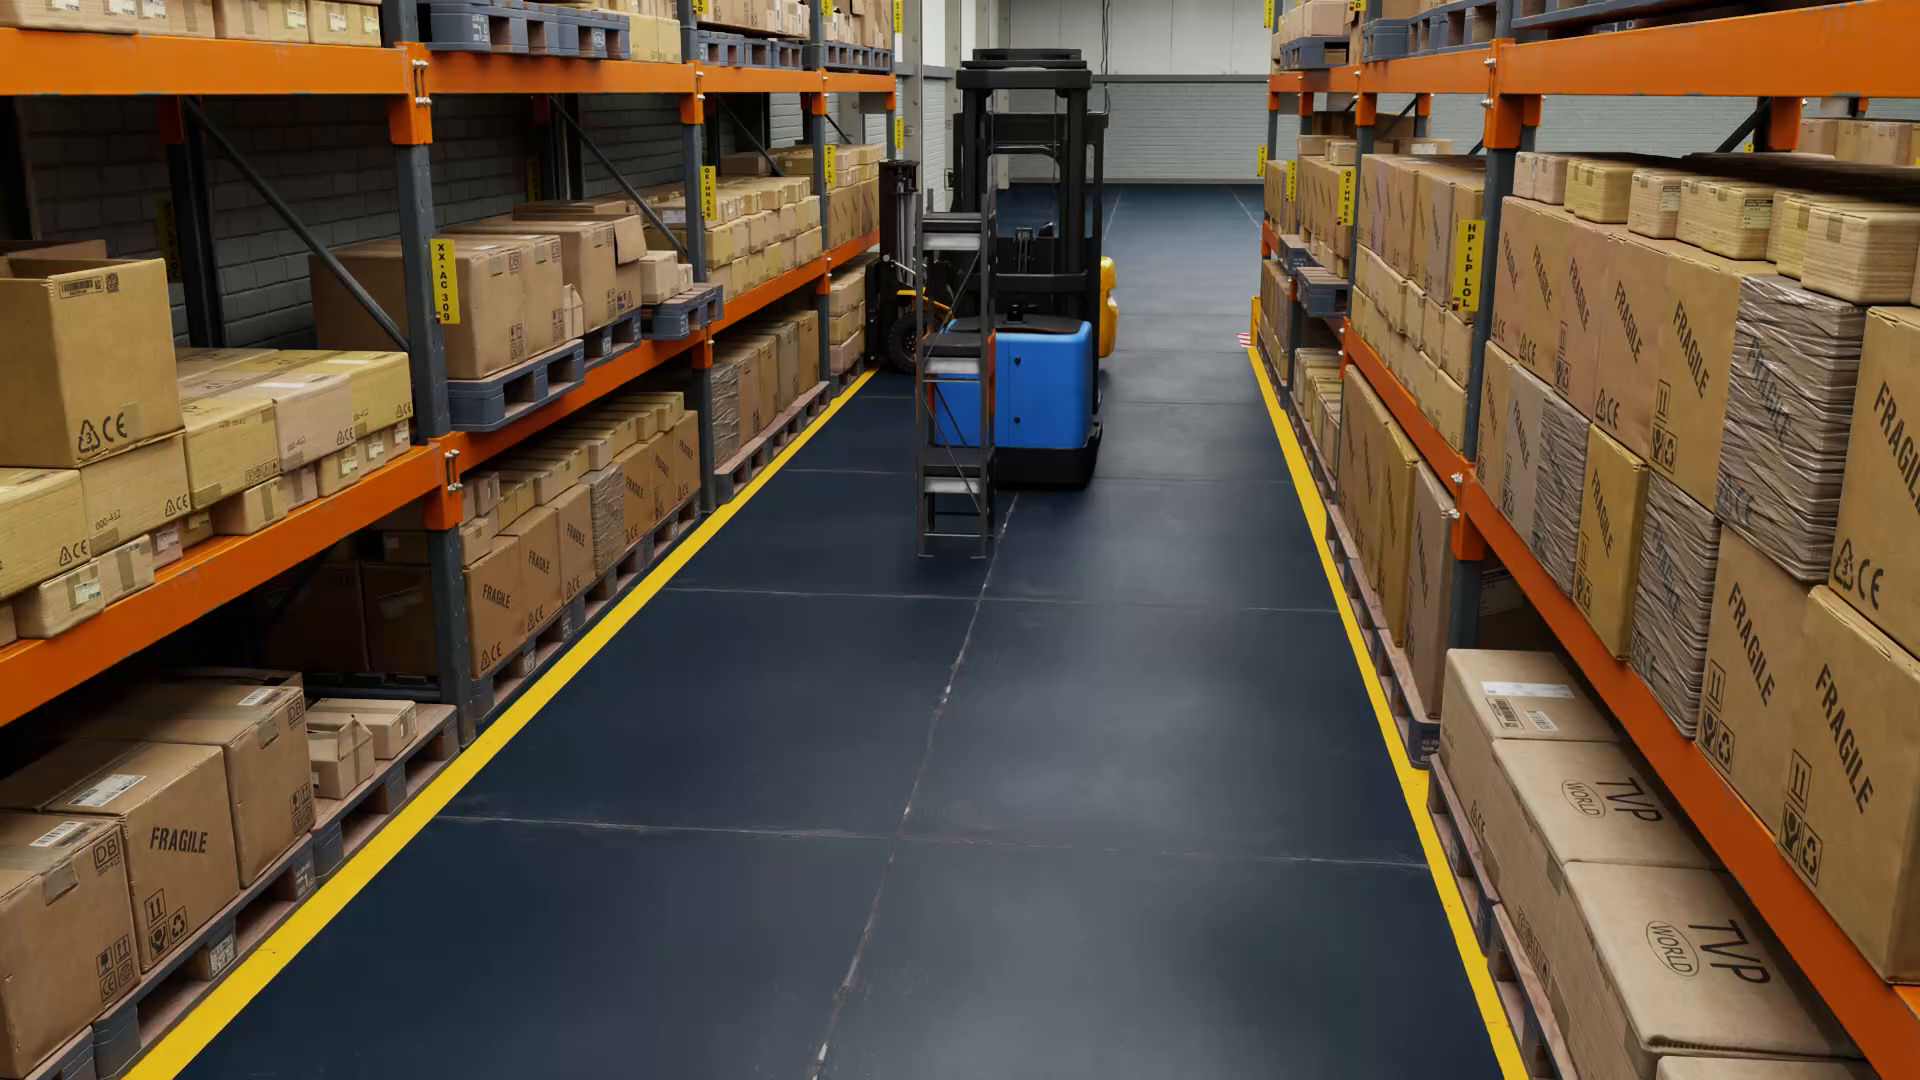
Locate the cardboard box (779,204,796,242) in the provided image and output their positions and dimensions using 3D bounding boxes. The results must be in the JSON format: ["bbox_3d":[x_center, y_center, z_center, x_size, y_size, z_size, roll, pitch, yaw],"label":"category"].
[{"bbox_3d":[-1.563,-2.445,12.788,0.500,0.250,0.500,2,15,7],"label":"cardboard box"}]

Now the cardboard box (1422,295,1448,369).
[{"bbox_3d":[2.240,-0.877,6.989,0.500,0.250,0.500,2,15,8],"label":"cardboard box"}]

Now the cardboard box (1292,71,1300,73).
[{"bbox_3d":[3.148,-4.216,14.742,0.380,0.149,0.250,2,15,8],"label":"cardboard box"}]

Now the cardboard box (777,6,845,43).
[{"bbox_3d":[-1.311,-4.542,14.640,0.500,0.311,0.500,2,15,7],"label":"cardboard box"}]

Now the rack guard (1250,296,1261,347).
[{"bbox_3d":[3.728,-2.343,17.869,1.175,0.500,0.348,2,15,6],"label":"rack guard"}]

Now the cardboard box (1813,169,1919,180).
[{"bbox_3d":[2.457,-0.882,4.328,0.380,0.149,0.250,1,15,5],"label":"cardboard box"}]

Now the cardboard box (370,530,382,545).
[{"bbox_3d":[-2.770,-0.084,7.467,0.380,0.149,0.250,2,15,6],"label":"cardboard box"}]

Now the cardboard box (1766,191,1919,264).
[{"bbox_3d":[1.892,-0.628,3.390,0.380,0.149,0.250,2,15,6],"label":"cardboard box"}]

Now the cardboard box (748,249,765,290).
[{"bbox_3d":[-1.693,-1.939,11.875,0.500,0.250,0.500,1,15,4],"label":"cardboard box"}]

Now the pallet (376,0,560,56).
[{"bbox_3d":[-2.407,-2.127,6.894,1.213,0.211,1.003,2,15,6],"label":"pallet"}]

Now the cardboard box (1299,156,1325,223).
[{"bbox_3d":[2.891,-2.683,12.773,0.500,0.500,0.500,2,15,6],"label":"cardboard box"}]

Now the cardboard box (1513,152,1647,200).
[{"bbox_3d":[2.089,-1.227,5.603,0.380,0.149,0.250,1,15,5],"label":"cardboard box"}]

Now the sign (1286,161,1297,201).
[{"bbox_3d":[2.745,-2.964,13.718,0.100,0.325,0.005,2,15,6],"label":"sign"}]

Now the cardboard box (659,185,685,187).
[{"bbox_3d":[-2.096,-2.625,12.687,0.380,0.149,0.250,2,15,6],"label":"cardboard box"}]

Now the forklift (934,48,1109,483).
[{"bbox_3d":[0.524,-2.137,12.448,1.130,2.935,3.031,2,15,7],"label":"forklift"}]

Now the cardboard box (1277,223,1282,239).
[{"bbox_3d":[3.182,-2.900,15.621,0.380,0.149,0.250,2,15,7],"label":"cardboard box"}]

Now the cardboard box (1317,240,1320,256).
[{"bbox_3d":[2.733,-2.072,11.755,0.380,0.149,0.250,1,15,4],"label":"cardboard box"}]

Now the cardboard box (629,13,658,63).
[{"bbox_3d":[-1.971,-2.745,9.106,0.500,0.250,0.500,2,15,6],"label":"cardboard box"}]

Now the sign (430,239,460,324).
[{"bbox_3d":[-2.010,-1.006,6.478,0.100,0.325,0.005,2,15,6],"label":"sign"}]

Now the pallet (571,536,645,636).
[{"bbox_3d":[-2.361,0.215,8.964,1.003,0.211,1.213,2,15,6],"label":"pallet"}]

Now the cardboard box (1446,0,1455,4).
[{"bbox_3d":[2.911,-2.931,8.513,0.700,0.500,0.500,1,15,3],"label":"cardboard box"}]

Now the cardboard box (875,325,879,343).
[{"bbox_3d":[-1.102,-2.065,16.516,0.500,0.250,0.500,2,15,8],"label":"cardboard box"}]

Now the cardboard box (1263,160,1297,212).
[{"bbox_3d":[3.408,-3.646,17.140,0.500,0.500,0.500,1,15,5],"label":"cardboard box"}]

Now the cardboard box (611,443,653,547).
[{"bbox_3d":[-2.056,-0.254,9.341,0.500,0.500,0.500,2,15,9],"label":"cardboard box"}]

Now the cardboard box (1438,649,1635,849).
[{"bbox_3d":[2.205,0.737,5.795,0.875,0.438,0.875,1,15,5],"label":"cardboard box"}]

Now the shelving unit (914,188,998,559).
[{"bbox_3d":[-0.019,-0.971,9.729,0.431,2.100,0.503,2,15,6],"label":"shelving unit"}]

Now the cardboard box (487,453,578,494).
[{"bbox_3d":[-2.160,-0.337,8.404,0.380,0.149,0.250,2,15,8],"label":"cardboard box"}]

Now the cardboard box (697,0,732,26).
[{"bbox_3d":[-1.775,-3.568,10.675,0.500,0.500,0.500,2,15,7],"label":"cardboard box"}]

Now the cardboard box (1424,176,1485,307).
[{"bbox_3d":[2.234,-1.246,6.915,0.500,0.500,0.500,2,15,7],"label":"cardboard box"}]

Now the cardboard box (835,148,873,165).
[{"bbox_3d":[-1.071,-3.786,16.415,0.380,0.149,0.250,2,15,7],"label":"cardboard box"}]

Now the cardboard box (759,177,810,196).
[{"bbox_3d":[-1.465,-2.943,13.866,0.380,0.149,0.250,2,15,8],"label":"cardboard box"}]

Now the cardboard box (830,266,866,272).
[{"bbox_3d":[-1.101,-2.549,16.390,0.500,0.250,0.500,1,15,5],"label":"cardboard box"}]

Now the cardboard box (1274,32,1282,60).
[{"bbox_3d":[3.349,-4.836,16.270,0.500,0.250,0.500,1,15,5],"label":"cardboard box"}]

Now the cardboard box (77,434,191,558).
[{"bbox_3d":[-2.535,-0.141,4.656,0.500,0.250,0.500,1,15,5],"label":"cardboard box"}]

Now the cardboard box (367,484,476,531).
[{"bbox_3d":[-2.305,-0.142,7.112,0.380,0.149,0.250,1,15,5],"label":"cardboard box"}]

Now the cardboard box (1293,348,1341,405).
[{"bbox_3d":[3.228,-1.330,13.564,0.950,0.372,0.625,2,15,7],"label":"cardboard box"}]

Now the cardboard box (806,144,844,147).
[{"bbox_3d":[-1.446,-4.139,17.717,0.380,0.149,0.250,1,15,5],"label":"cardboard box"}]

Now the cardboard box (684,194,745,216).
[{"bbox_3d":[-1.722,-2.346,11.657,0.380,0.149,0.250,2,15,7],"label":"cardboard box"}]

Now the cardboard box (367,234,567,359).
[{"bbox_3d":[-2.215,-1.106,7.511,0.700,0.500,0.500,2,15,7],"label":"cardboard box"}]

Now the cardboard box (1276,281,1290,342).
[{"bbox_3d":[3.141,-2.063,15.070,0.500,0.500,0.500,2,15,7],"label":"cardboard box"}]

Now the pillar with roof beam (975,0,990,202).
[{"bbox_3d":[4.816,-12.554,39.351,9.100,9.000,0.400,2,15,6],"label":"pillar with roof beam"}]

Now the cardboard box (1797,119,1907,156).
[{"bbox_3d":[8.417,-3.662,15.601,0.875,0.550,0.550,2,15,6],"label":"cardboard box"}]

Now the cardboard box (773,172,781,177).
[{"bbox_3d":[-1.834,-3.264,15.051,0.380,0.149,0.250,2,15,8],"label":"cardboard box"}]

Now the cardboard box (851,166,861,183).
[{"bbox_3d":[-1.156,-3.514,15.976,0.380,0.149,0.250,1,15,5],"label":"cardboard box"}]

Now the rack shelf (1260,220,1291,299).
[{"bbox_3d":[3.511,-2.703,15.791,1.077,0.370,4.000,2,15,6],"label":"rack shelf"}]

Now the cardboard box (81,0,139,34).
[{"bbox_3d":[-2.441,-1.427,4.427,0.380,0.149,0.250,2,15,7],"label":"cardboard box"}]

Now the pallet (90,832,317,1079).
[{"bbox_3d":[-2.764,1.239,5.175,1.003,0.211,1.213,2,15,6],"label":"pallet"}]

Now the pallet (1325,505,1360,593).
[{"bbox_3d":[2.670,0.054,9.558,1.003,0.211,1.213,2,15,6],"label":"pallet"}]

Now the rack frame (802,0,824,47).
[{"bbox_3d":[-1.647,-5.573,13.533,1.000,3.000,0.127,2,15,6],"label":"rack frame"}]

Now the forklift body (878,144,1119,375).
[{"bbox_3d":[0.403,-2.759,16.246,2.313,2.155,1.214,2,15,6],"label":"forklift body"}]

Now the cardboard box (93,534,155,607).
[{"bbox_3d":[-2.487,0.078,4.609,0.380,0.149,0.250,2,15,8],"label":"cardboard box"}]

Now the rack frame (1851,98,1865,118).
[{"bbox_3d":[8.666,-3.450,17.173,1.000,3.000,0.127,2,15,6],"label":"rack frame"}]

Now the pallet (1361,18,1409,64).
[{"bbox_3d":[2.814,-2.683,8.952,1.213,0.211,1.003,2,15,9],"label":"pallet"}]

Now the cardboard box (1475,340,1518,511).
[{"bbox_3d":[2.069,-0.391,5.671,0.500,0.500,0.500,2,15,8],"label":"cardboard box"}]

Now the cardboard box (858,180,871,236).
[{"bbox_3d":[-1.162,-3.230,16.167,0.500,0.500,0.500,2,15,7],"label":"cardboard box"}]

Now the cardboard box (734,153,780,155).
[{"bbox_3d":[-1.859,-3.473,15.257,0.380,0.149,0.250,1,15,5],"label":"cardboard box"}]
